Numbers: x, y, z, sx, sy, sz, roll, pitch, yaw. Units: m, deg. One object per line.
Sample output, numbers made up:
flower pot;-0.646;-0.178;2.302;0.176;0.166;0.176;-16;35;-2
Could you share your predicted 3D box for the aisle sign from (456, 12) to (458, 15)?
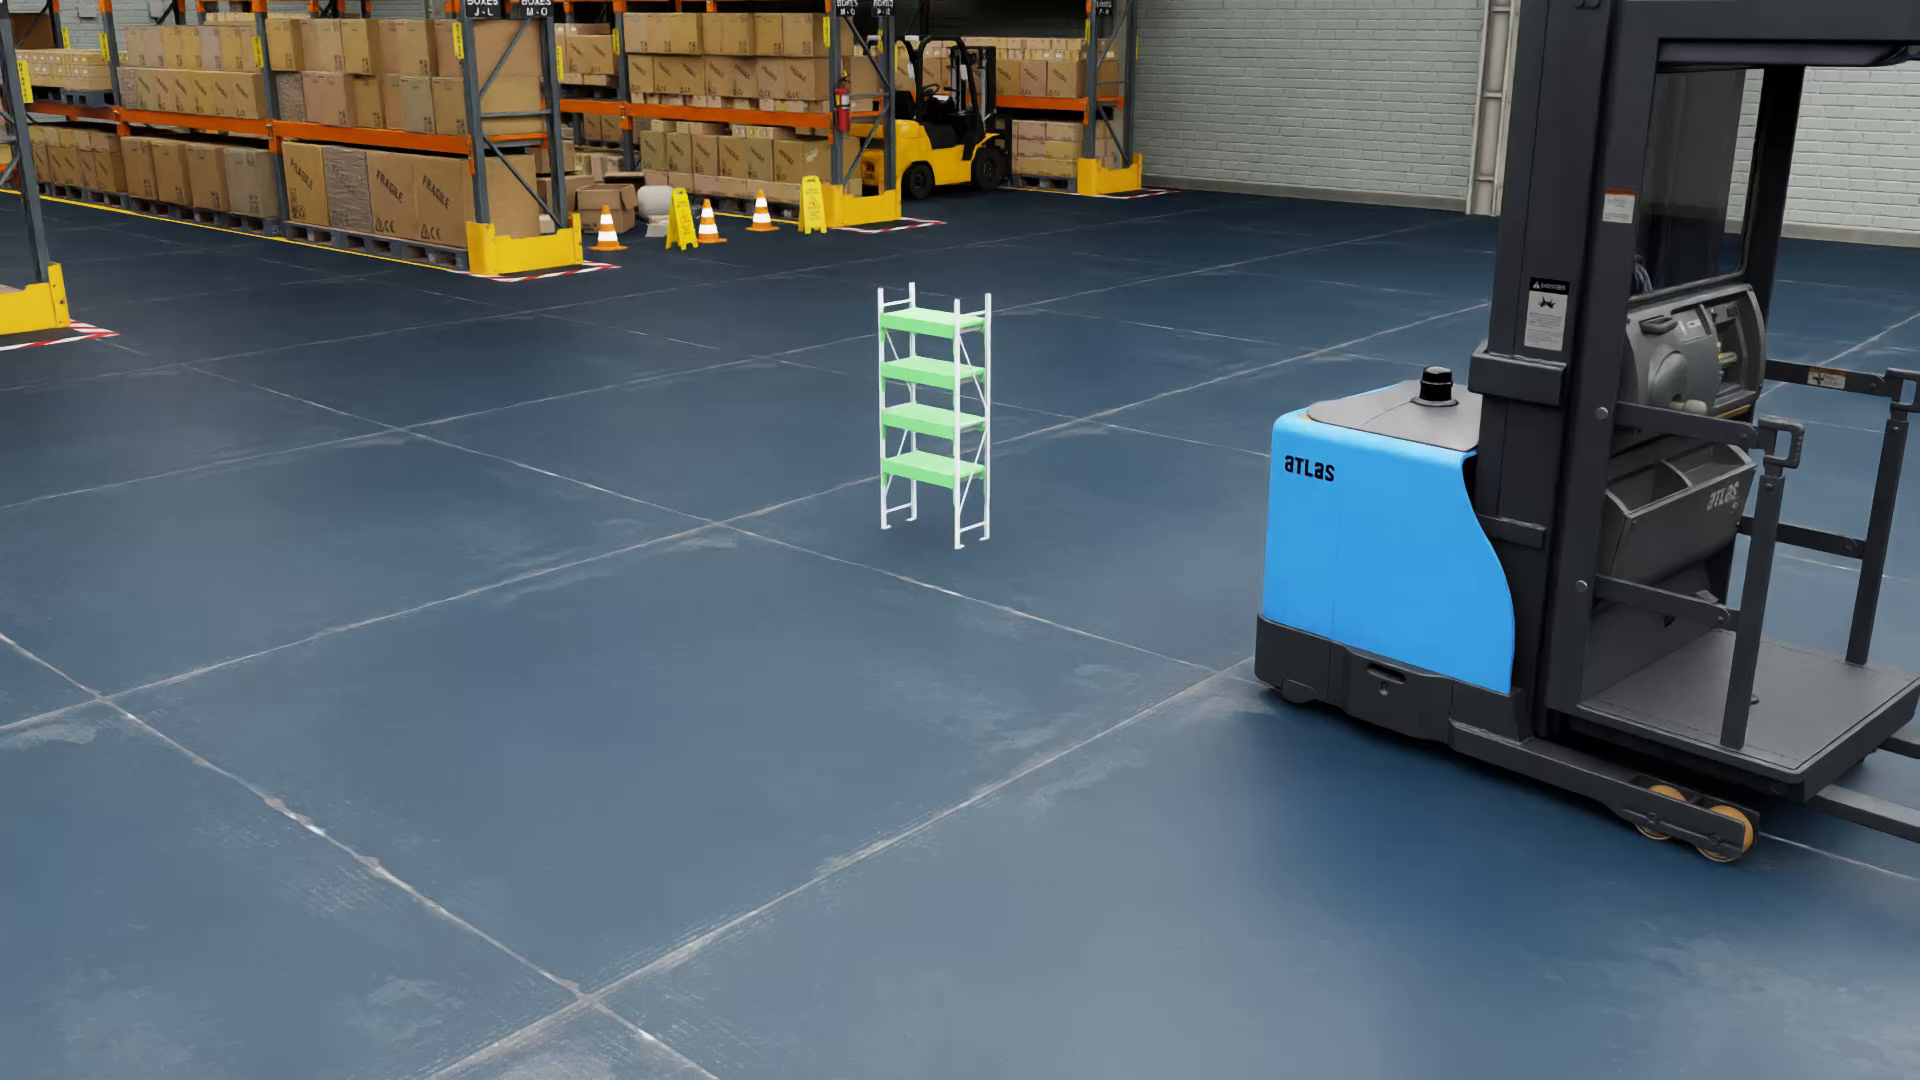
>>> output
aisle sign;-10.085;-10.842;33.017;0.004;0.787;0.394;15;23;39

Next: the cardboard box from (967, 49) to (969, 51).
cardboard box;0.138;-7.216;24.652;0.250;0.149;0.380;14;22;38

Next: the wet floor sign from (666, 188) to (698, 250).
wet floor sign;-3.038;-3.499;18.069;0.232;0.644;0.267;11;20;30

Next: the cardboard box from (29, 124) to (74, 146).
cardboard box;-12.572;-5.640;23.122;0.500;0.250;0.500;16;24;41

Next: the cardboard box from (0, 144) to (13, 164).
cardboard box;-7.797;-3.068;13.236;0.250;0.149;0.380;15;23;39

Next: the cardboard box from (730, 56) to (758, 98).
cardboard box;-2.496;-5.758;20.639;0.500;0.500;0.500;15;23;39

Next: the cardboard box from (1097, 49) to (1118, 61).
cardboard box;2.047;-6.926;23.740;0.250;0.149;0.380;14;23;38

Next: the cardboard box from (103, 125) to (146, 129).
cardboard box;-11.453;-5.548;22.834;0.500;0.250;0.500;15;23;40

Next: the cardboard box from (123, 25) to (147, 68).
cardboard box;-10.028;-6.217;20.924;0.500;0.500;0.700;15;23;39

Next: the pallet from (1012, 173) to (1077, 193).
pallet;1.528;-5.258;24.329;1.213;0.211;1.003;15;23;39

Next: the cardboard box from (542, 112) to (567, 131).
cardboard box;-8.054;-8.131;32.211;0.500;0.500;0.700;14;22;37

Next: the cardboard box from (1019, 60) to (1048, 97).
cardboard box;1.204;-6.636;23.898;0.500;0.500;0.500;16;24;41

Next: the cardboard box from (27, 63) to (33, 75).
cardboard box;-12.375;-6.365;22.438;0.250;0.149;0.380;15;23;38

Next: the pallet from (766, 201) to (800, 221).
pallet;-1.805;-4.176;20.922;1.213;0.211;1.003;15;23;39

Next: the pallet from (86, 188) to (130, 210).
pallet;-10.941;-4.613;22.298;1.213;0.211;1.003;15;23;39

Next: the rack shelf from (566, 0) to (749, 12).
rack shelf;-5.351;-9.537;29.435;4.000;0.370;1.077;15;23;39

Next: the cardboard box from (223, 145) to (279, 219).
cardboard box;-7.890;-4.214;19.456;0.750;0.750;1.050;15;23;39

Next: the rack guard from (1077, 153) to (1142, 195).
rack guard;2.146;-5.246;23.817;0.348;0.500;1.175;15;23;39

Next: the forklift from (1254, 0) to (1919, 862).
forklift;2.486;-0.597;5.146;1.130;2.935;3.031;-16;24;-41

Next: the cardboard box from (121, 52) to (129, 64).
cardboard box;-10.777;-6.339;21.864;0.250;0.149;0.380;14;23;38

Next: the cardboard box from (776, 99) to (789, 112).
cardboard box;-2.026;-5.308;20.293;0.250;0.149;0.380;15;23;38

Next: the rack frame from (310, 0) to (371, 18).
rack frame;-10.139;-7.728;27.505;0.127;3.000;1.000;15;23;39

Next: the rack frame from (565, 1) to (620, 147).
rack frame;-6.847;-8.852;31.046;0.127;3.000;1.000;15;23;39

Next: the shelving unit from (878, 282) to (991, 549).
shelving unit;-0.124;-0.605;8.035;0.503;1.200;0.258;15;23;39

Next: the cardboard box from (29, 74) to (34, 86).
cardboard box;-12.380;-6.224;22.487;0.250;0.149;0.380;15;23;38

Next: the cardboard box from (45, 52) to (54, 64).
cardboard box;-11.789;-6.350;21.898;0.250;0.149;0.380;15;23;39

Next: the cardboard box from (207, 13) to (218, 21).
cardboard box;-13.049;-9.231;29.349;0.250;0.149;0.380;16;23;40

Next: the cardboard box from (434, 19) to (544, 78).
cardboard box;-4.626;-4.848;16.396;0.550;0.550;0.875;15;23;39

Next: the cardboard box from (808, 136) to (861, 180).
cardboard box;-1.602;-4.795;20.874;0.500;0.500;0.500;14;22;37

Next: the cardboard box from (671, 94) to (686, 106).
cardboard box;-3.529;-5.724;21.603;0.250;0.149;0.380;16;24;41

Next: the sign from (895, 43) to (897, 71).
sign;-0.804;-5.854;20.169;0.005;0.325;0.100;15;23;39

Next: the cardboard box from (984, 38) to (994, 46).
cardboard box;0.569;-7.272;24.338;0.250;0.149;0.380;15;23;40

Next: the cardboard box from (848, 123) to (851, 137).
cardboard box;-1.261;-6.416;26.602;0.625;0.625;0.875;16;24;42

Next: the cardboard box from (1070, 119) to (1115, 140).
cardboard box;1.894;-5.948;24.094;0.500;0.250;0.500;15;23;38

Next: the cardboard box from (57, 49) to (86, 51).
cardboard box;-12.329;-6.757;23.181;0.250;0.149;0.380;15;23;39

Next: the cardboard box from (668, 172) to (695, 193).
cardboard box;-3.487;-4.727;21.900;0.500;0.250;0.500;17;24;42

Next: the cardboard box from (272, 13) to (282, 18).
cardboard box;-11.298;-8.770;27.897;0.250;0.149;0.380;15;23;39

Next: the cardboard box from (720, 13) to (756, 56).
cardboard box;-2.514;-6.221;20.444;0.500;0.500;0.700;15;23;39

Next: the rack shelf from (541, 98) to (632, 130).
rack shelf;-5.651;-6.181;23.817;4.000;0.370;1.077;15;23;39

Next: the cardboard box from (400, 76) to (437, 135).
cardboard box;-5.107;-4.420;16.832;0.550;0.550;0.875;15;23;39

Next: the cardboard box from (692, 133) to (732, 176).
cardboard box;-3.099;-4.980;21.457;0.500;0.500;0.500;17;24;42

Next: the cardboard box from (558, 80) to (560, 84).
cardboard box;-5.477;-6.451;23.202;0.250;0.149;0.380;15;23;39

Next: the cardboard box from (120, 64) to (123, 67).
cardboard box;-10.992;-6.256;22.096;0.250;0.149;0.380;14;22;38

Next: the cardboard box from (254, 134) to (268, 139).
cardboard box;-11.881;-7.219;29.440;0.875;0.438;0.875;16;24;41

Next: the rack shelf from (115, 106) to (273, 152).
rack shelf;-8.862;-5.041;20.225;4.000;0.370;1.077;15;23;39

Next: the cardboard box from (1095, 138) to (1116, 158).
cardboard box;1.914;-5.712;24.176;0.500;0.250;0.500;16;23;40

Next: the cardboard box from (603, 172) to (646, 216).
cardboard box;-4.257;-4.409;21.173;0.500;0.500;0.500;-3;18;-8
